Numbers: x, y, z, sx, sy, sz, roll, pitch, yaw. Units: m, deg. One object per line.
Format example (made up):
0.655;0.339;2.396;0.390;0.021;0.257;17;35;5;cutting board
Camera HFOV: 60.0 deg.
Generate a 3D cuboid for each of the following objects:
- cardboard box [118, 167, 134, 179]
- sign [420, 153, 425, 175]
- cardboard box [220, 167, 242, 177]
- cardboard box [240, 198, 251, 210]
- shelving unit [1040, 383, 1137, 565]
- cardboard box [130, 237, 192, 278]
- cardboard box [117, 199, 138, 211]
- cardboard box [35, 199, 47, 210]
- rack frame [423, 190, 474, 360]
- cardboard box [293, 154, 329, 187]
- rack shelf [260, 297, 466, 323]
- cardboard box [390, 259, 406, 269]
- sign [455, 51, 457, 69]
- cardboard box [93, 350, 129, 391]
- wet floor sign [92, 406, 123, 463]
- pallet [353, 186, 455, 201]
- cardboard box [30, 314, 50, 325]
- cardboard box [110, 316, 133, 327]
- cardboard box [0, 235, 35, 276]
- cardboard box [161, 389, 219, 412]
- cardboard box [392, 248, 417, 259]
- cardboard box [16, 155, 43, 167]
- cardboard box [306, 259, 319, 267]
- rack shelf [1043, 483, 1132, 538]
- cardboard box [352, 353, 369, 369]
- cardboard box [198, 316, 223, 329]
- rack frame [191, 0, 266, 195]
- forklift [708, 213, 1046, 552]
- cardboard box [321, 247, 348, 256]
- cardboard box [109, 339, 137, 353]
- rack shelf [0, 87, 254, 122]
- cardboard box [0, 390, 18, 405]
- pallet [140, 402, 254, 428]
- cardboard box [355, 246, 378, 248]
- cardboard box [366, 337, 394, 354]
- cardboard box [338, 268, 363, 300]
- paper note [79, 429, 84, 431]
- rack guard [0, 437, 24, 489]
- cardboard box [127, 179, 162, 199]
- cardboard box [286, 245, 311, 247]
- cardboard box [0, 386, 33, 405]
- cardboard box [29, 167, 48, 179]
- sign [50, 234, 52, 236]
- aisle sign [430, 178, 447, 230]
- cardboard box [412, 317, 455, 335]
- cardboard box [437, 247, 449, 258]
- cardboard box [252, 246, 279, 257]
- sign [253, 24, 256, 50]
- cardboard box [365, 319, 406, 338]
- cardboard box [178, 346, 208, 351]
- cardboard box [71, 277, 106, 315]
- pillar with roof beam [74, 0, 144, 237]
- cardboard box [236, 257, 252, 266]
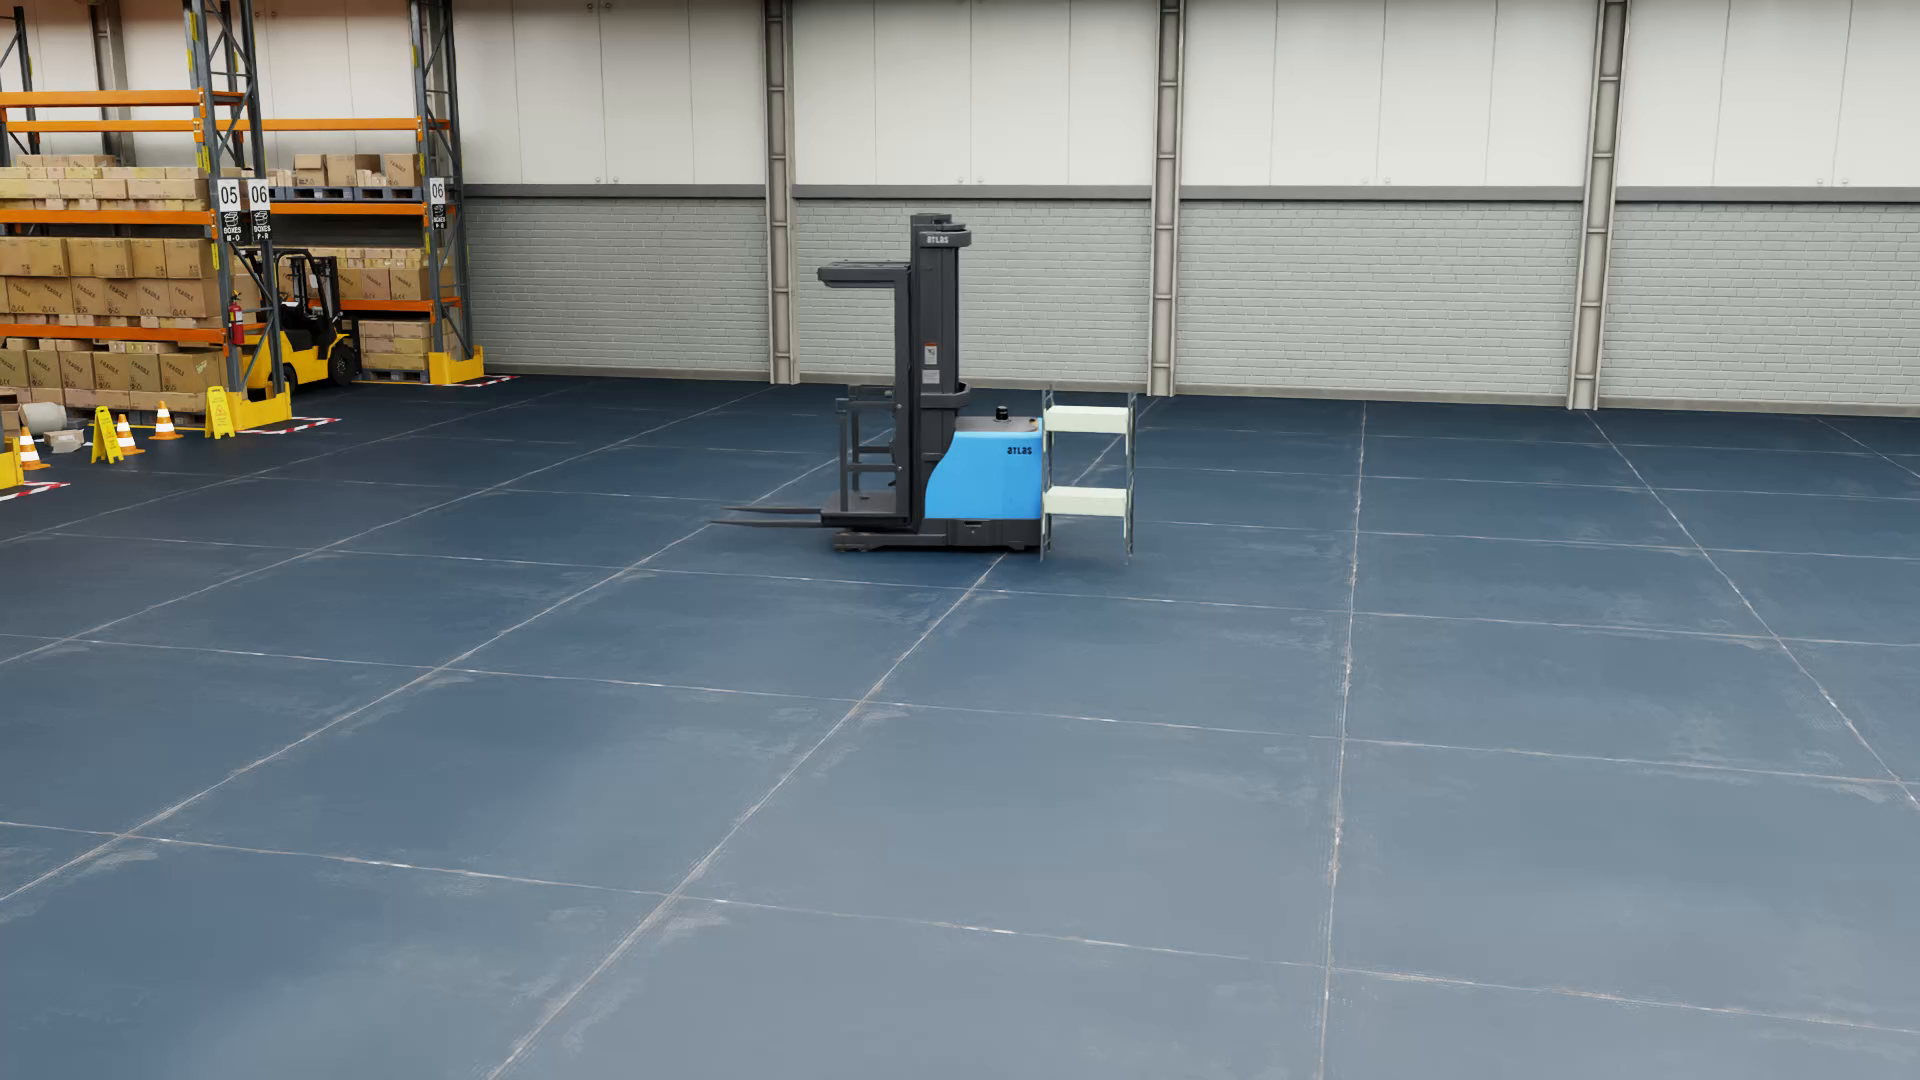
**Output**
-10.700;-4.766;21.604;0.250;0.149;0.380;3;13;14;cardboard box
-8.296;-5.799;25.660;0.005;0.325;0.100;3;13;14;sign
-9.634;-4.803;21.770;0.250;0.149;0.380;3;13;13;cardboard box
-9.582;-4.438;21.965;0.250;0.149;0.380;3;13;14;cardboard box
1.111;-0.578;14.375;0.755;1.500;0.431;3;13;13;shelving unit
-10.376;-3.701;21.764;0.500;0.500;0.700;3;13;14;cardboard box
-10.734;-4.369;21.656;0.250;0.149;0.380;3;13;13;cardboard box
-11.979;-4.440;21.974;0.250;0.149;0.380;3;13;12;cardboard box
-8.152;-4.055;26.583;0.127;3.000;1.000;3;13;14;rack frame
-10.170;-5.907;26.571;0.637;0.503;0.797;3;13;15;cardboard box
-10.094;-3.807;27.129;4.000;0.370;1.077;3;13;14;rack shelf
-8.811;-4.386;26.349;0.250;0.149;0.380;3;13;14;cardboard box
-8.013;-7.633;26.340;0.005;0.325;0.100;3;13;14;sign
-11.174;-2.280;22.233;0.500;0.500;0.500;3;13;12;cardboard box
-9.923;-1.230;19.287;0.232;0.644;0.267;1;13;4;wet floor sign
-8.832;-5.518;26.458;1.213;0.211;1.003;3;13;14;pallet
-12.238;-2.982;22.329;0.250;0.149;0.380;3;13;15;cardboard box
-11.011;-2.914;22.022;0.250;0.149;0.380;3;13;13;cardboard box
-12.846;-3.832;22.354;0.500;0.500;0.700;3;13;13;cardboard box
-10.210;-1.860;22.070;0.500;0.250;0.500;3;13;13;cardboard box
-8.797;-4.546;26.382;0.250;0.149;0.380;3;13;14;cardboard box
-15.274;-6.148;27.662;0.500;0.500;0.500;3;13;14;cardboard box
-10.293;-4.471;26.733;0.250;0.149;0.380;3;13;12;cardboard box
1.111;-0.259;14.445;0.720;0.370;0.431;3;13;13;rack shelf
-9.648;-2.931;26.897;0.500;0.250;0.500;3;13;14;cardboard box
-9.752;-2.862;21.790;0.250;0.149;0.380;4;13;15;cardboard box
-9.338;-5.939;21.228;0.127;3.000;1.000;3;13;14;rack frame
-0.738;-1.437;14.942;3.031;2.935;1.130;1;13;2;forklift
-10.041;-4.618;26.707;0.250;0.149;0.380;3;13;14;cardboard box
-11.049;-2.575;22.066;0.250;0.149;0.380;4;13;16;cardboard box
-11.279;-5.690;21.774;4.000;0.370;1.077;3;13;14;rack shelf
-12.507;-1.657;21.543;0.500;0.500;0.500;-9;15;-35;cardboard box
-10.192;-1.703;22.421;1.213;0.211;1.003;3;13;14;pallet
-9.662;-4.718;27.157;0.250;0.149;0.380;3;13;12;cardboard box
-9.184;-3.149;26.727;0.500;0.250;0.500;3;13;13;cardboard box
-9.692;-4.129;26.688;0.500;0.500;0.500;3;13;12;cardboard box
-11.465;-1.422;21.571;0.148;0.019;0.142;-1;13;-6;paper note
-10.402;-0.743;17.427;0.348;0.500;1.175;3;13;14;rack guard
-10.384;-4.546;21.533;0.500;0.250;0.500;3;13;13;cardboard box
-10.901;-4.787;27.471;0.250;0.149;0.380;3;13;12;cardboard box
-12.713;-1.993;22.672;0.500;0.250;0.500;2;13;11;cardboard box
-11.978;-4.820;21.846;0.250;0.149;0.380;3;13;12;cardboard box
-15.789;-5.152;28.856;0.005;0.325;0.100;3;13;14;sign
-8.159;-5.258;26.008;0.004;0.787;0.394;3;13;14;aisle sign
-8.573;-3.470;27.019;0.500;0.250;0.500;3;13;13;cardboard box
-8.427;-4.628;26.751;0.250;0.149;0.380;3;13;12;cardboard box
-11.272;-4.688;27.023;0.250;0.149;0.380;3;13;12;cardboard box
-9.208;-6.548;21.632;0.005;0.325;0.100;3;13;14;sign
-9.171;-3.389;26.653;0.500;0.250;0.500;3;13;15;cardboard box
-10.587;-2.367;22.623;0.500;0.500;0.500;3;13;11;cardboard box
-11.388;-3.259;22.079;0.500;0.500;0.500;3;13;14;cardboard box
-15.469;-6.615;24.274;0.548;9.000;9.100;3;13;14;pillar with roof beam
-11.537;-4.543;27.055;0.250;0.149;0.380;3;13;15;cardboard box
